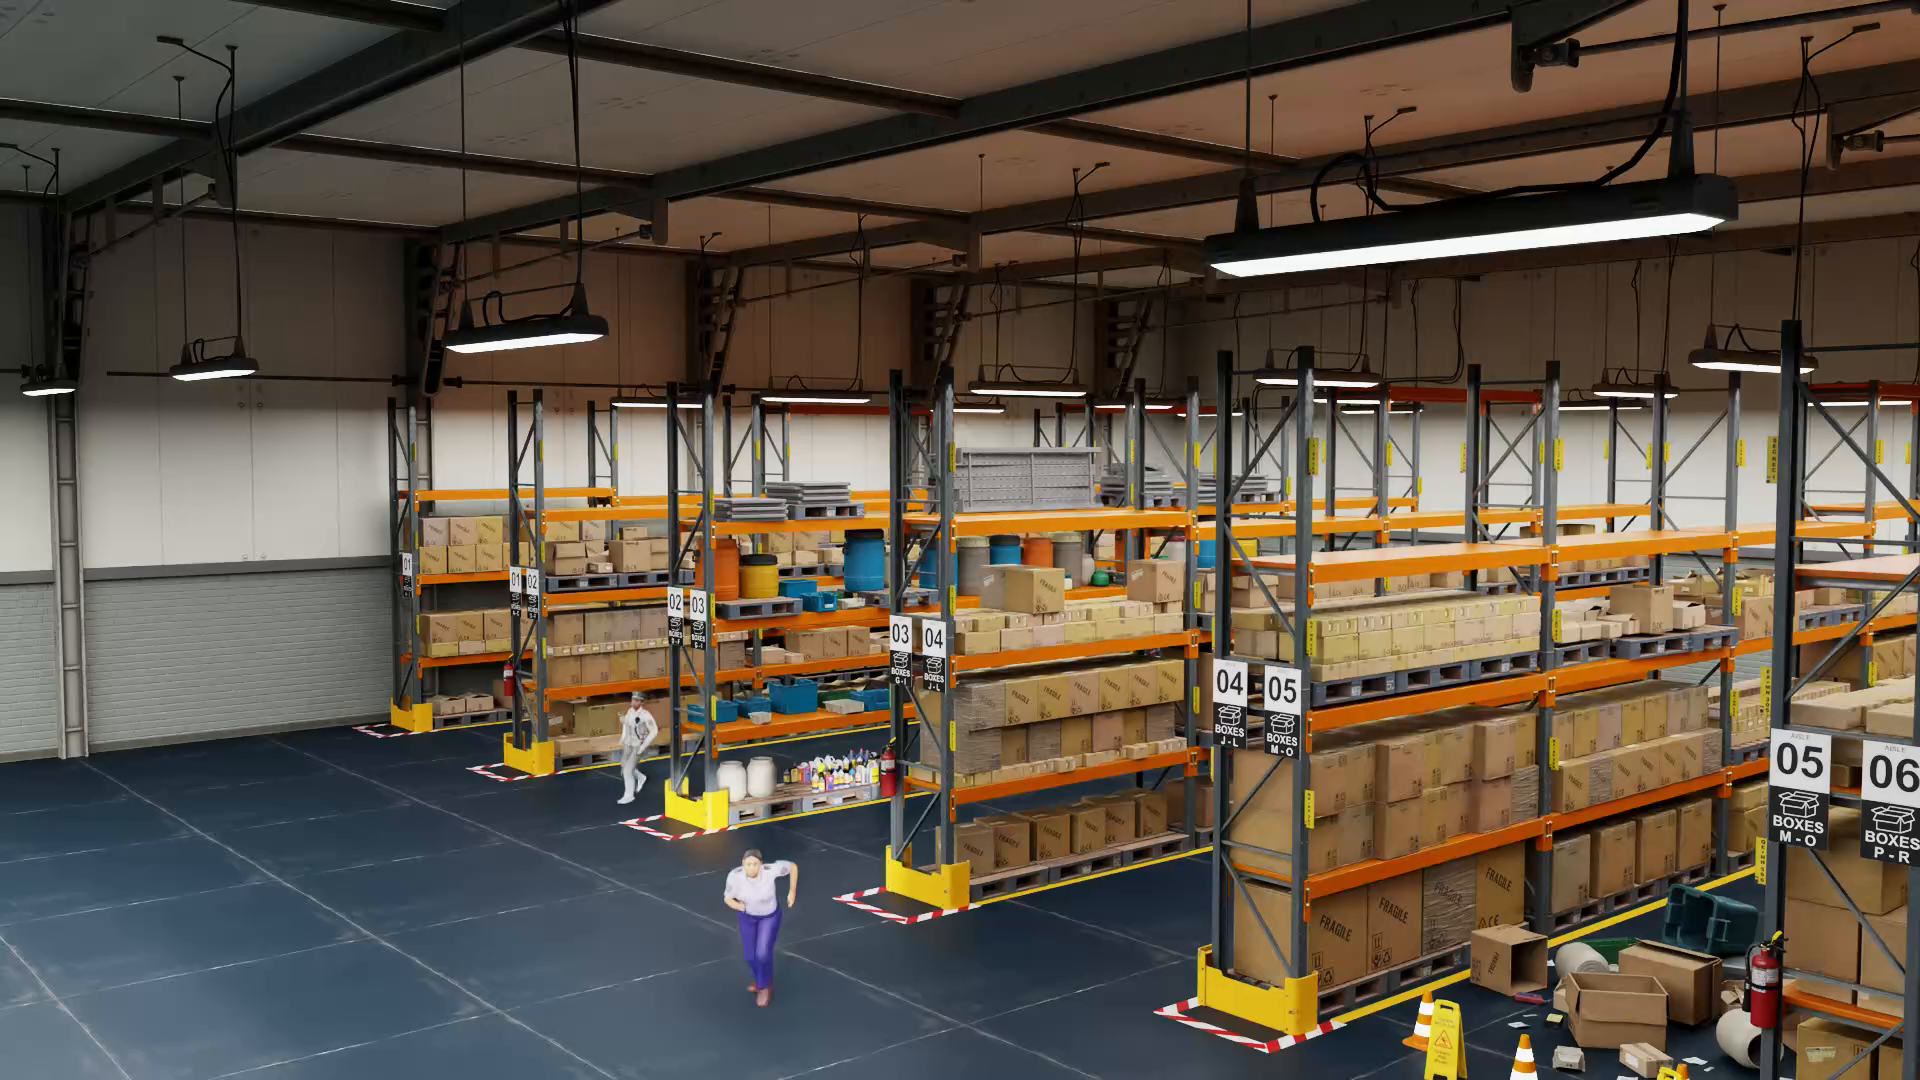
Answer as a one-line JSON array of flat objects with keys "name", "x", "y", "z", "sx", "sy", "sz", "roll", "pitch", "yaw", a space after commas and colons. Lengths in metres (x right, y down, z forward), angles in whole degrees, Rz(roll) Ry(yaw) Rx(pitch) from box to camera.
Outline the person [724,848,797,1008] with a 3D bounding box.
[{"name": "person", "x": -1.818, "y": 3.523, "z": 15.271, "sx": 0.642, "sy": 1.540, "sz": 0.939, "roll": 0, "pitch": 3, "yaw": 2}]

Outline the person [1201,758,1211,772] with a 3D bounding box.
[{"name": "person", "x": 3.857, "y": 2.883, "z": 24.735, "sx": 0.605, "sy": 1.702, "sz": 0.682, "roll": -3, "pitch": 4, "yaw": -41}]

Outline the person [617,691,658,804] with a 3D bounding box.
[{"name": "person", "x": -4.577, "y": 2.963, "z": 23.944, "sx": 0.657, "sy": 1.647, "sz": 0.595, "roll": 2, "pitch": 4, "yaw": 32}]
